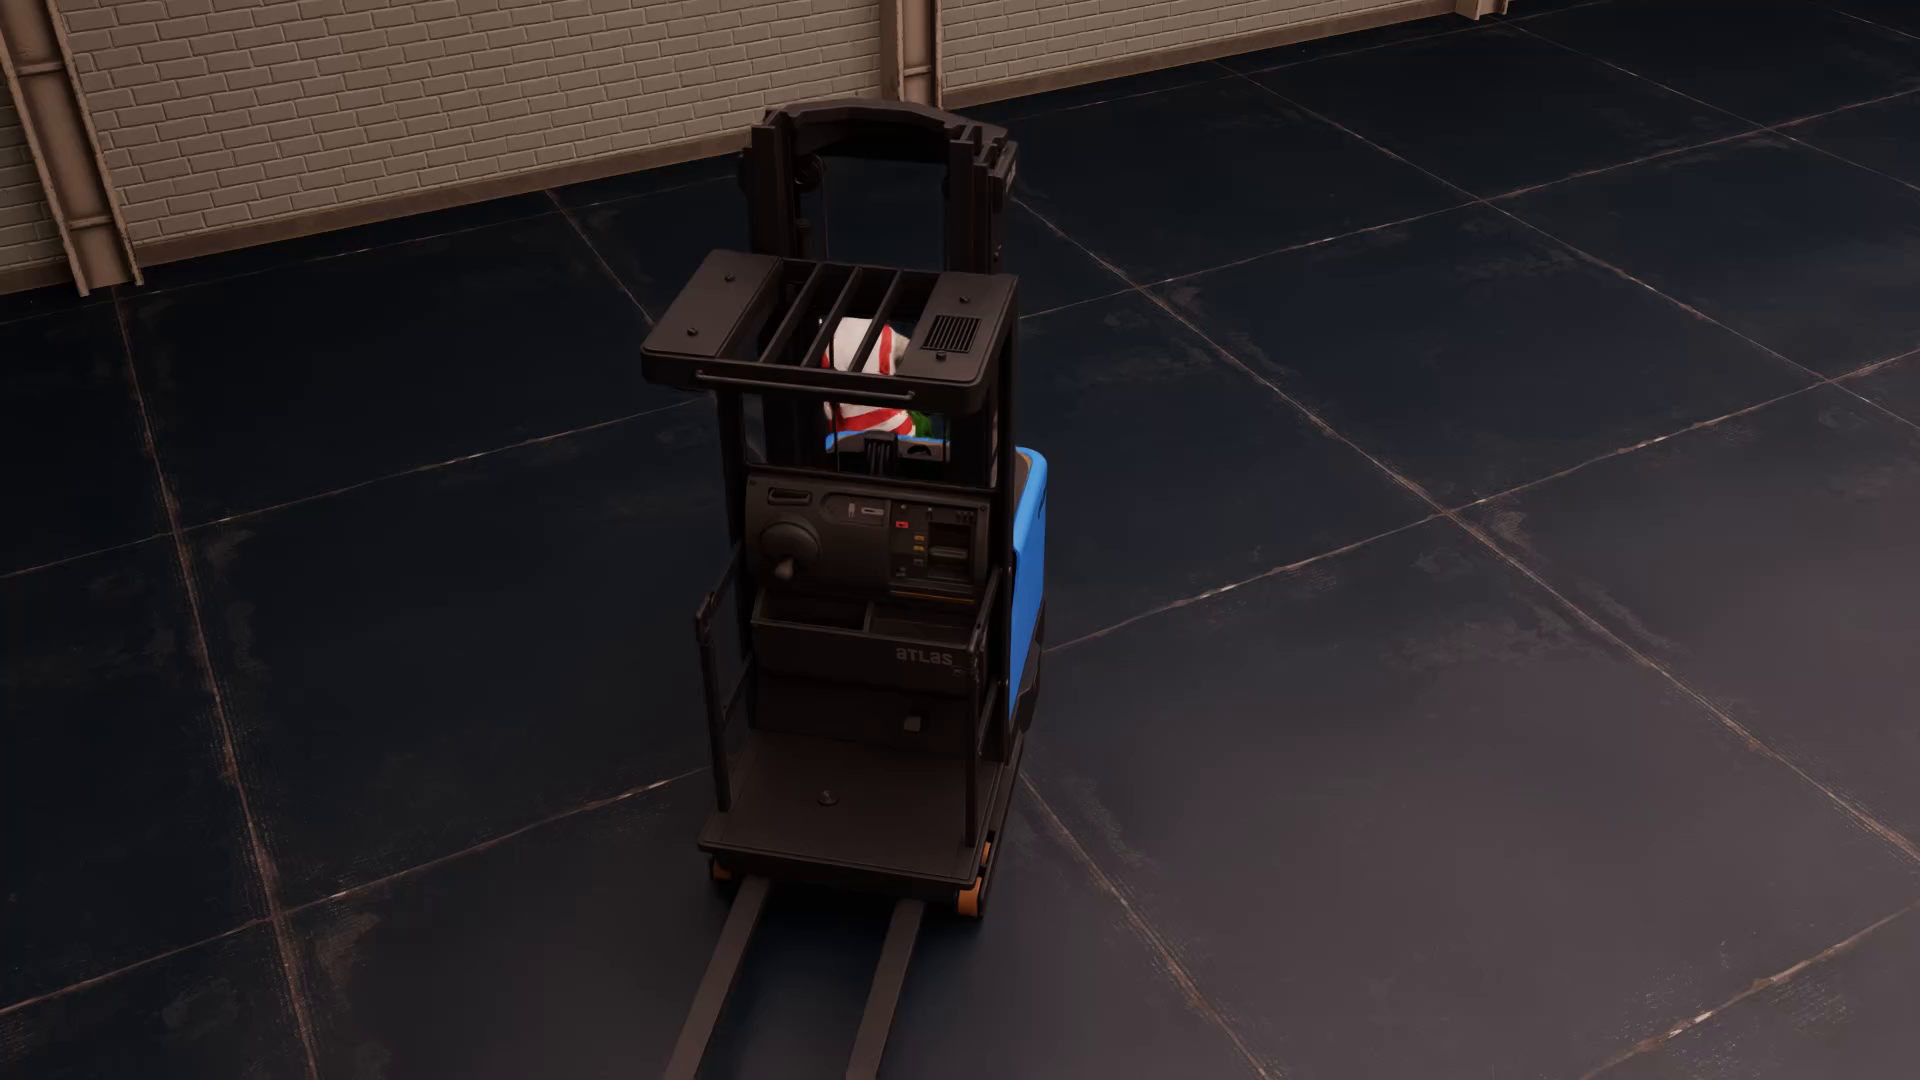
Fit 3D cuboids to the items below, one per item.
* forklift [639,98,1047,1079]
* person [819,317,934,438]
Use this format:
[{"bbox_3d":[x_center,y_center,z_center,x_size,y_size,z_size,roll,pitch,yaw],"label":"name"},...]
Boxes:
[{"bbox_3d":[-0.390,0.055,6.045,1.130,2.935,3.031,7,36,9],"label":"forklift"},{"bbox_3d":[-0.372,-0.656,8.279,1.067,1.528,0.919,-8,36,-12],"label":"person"}]
